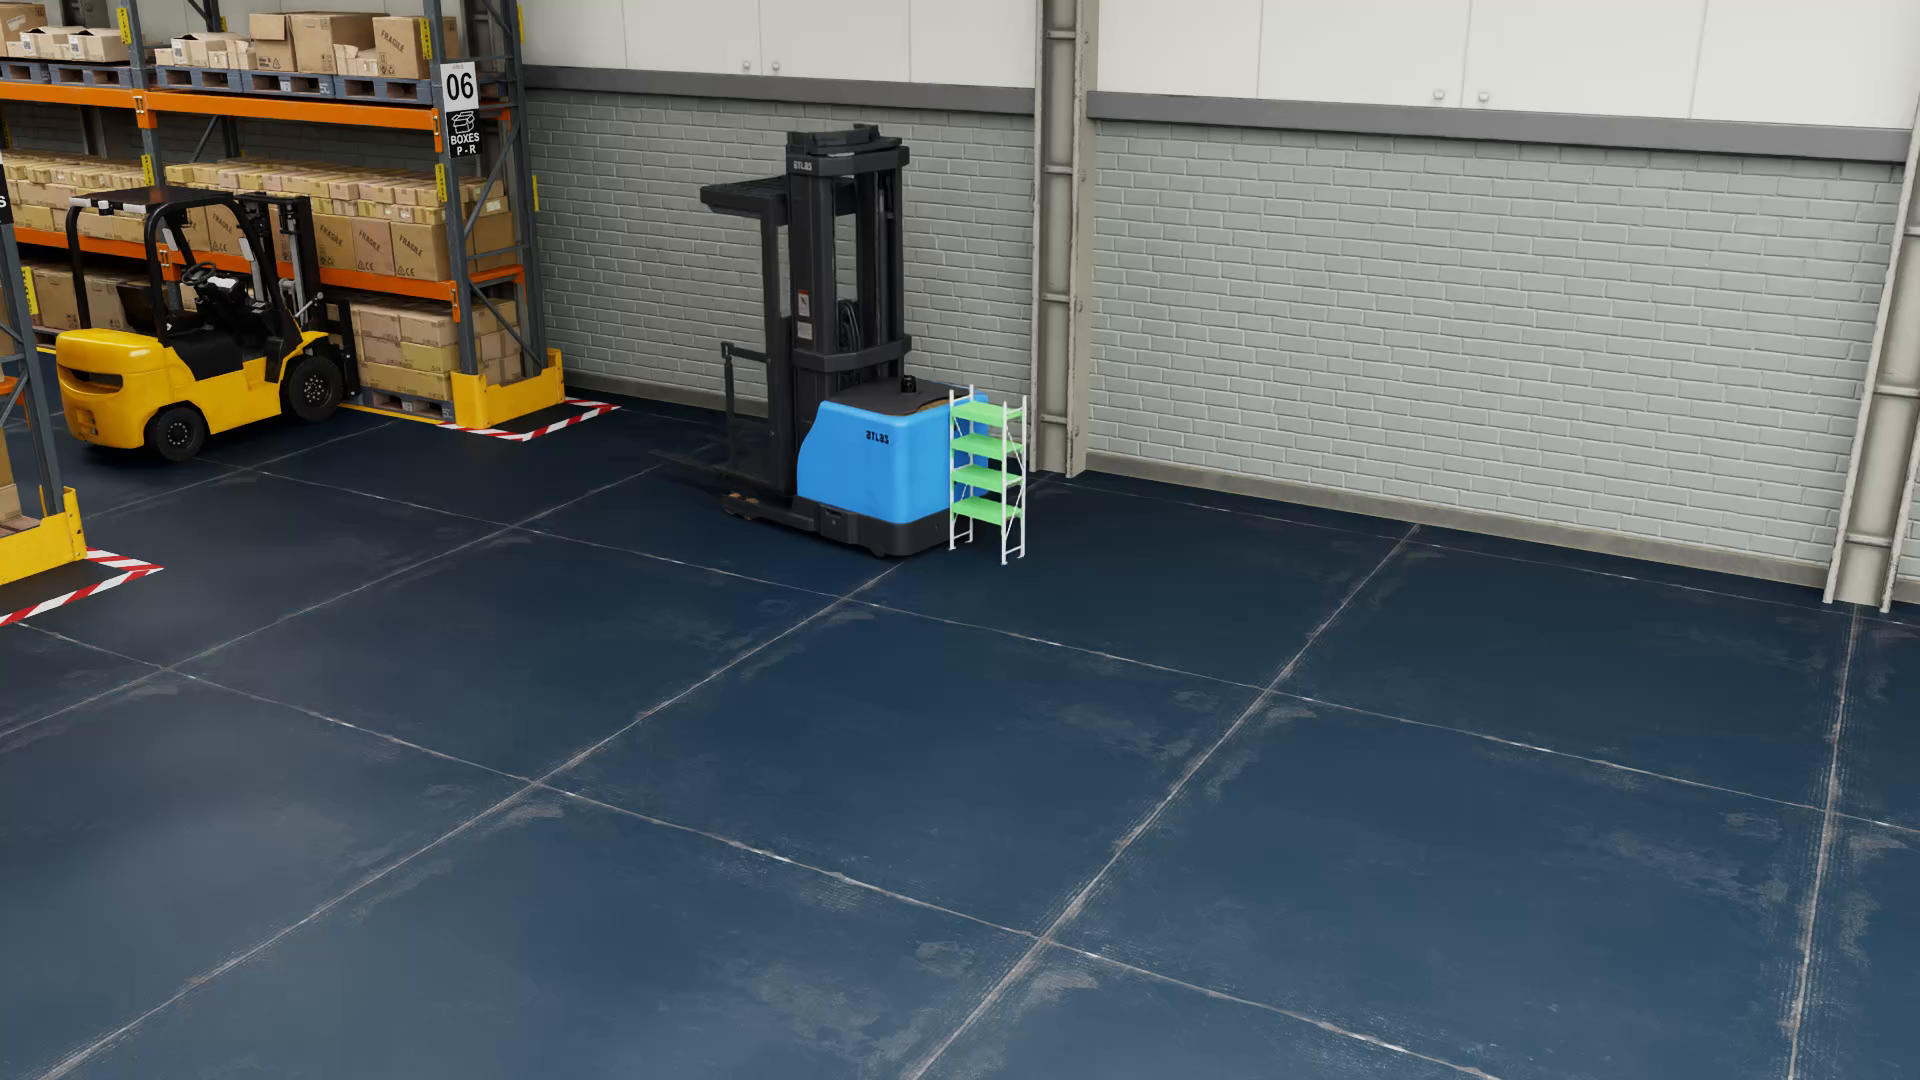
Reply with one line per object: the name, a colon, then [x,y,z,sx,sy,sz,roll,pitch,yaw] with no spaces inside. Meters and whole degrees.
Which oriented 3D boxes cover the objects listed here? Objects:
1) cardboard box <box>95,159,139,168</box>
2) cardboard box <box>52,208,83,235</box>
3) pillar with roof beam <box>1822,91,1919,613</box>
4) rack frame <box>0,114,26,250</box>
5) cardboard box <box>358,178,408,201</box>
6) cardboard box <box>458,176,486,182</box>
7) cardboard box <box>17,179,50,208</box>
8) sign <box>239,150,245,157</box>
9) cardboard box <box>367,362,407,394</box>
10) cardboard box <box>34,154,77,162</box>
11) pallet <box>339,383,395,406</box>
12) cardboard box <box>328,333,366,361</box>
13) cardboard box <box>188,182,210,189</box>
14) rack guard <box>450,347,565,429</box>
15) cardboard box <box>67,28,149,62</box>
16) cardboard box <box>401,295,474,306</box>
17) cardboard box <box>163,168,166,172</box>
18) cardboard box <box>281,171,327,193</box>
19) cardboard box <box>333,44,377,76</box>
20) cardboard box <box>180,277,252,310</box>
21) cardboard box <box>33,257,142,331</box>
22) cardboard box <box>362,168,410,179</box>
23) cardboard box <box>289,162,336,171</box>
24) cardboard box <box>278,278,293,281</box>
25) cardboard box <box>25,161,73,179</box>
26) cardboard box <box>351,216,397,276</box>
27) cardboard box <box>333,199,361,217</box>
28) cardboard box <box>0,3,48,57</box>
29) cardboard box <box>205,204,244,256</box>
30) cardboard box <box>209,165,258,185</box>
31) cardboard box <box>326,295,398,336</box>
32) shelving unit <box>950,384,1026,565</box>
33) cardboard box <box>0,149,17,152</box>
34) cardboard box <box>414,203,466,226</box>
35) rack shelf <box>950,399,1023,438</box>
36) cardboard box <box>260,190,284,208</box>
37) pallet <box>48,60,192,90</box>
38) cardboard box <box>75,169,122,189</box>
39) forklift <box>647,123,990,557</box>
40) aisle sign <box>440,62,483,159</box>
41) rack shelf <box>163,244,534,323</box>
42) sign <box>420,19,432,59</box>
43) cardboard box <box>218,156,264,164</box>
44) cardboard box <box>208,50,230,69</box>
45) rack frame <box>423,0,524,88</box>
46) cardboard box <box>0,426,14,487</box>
cardboard box: [-9.026,-3.983,17.849,0.250,0.149,0.380,11,22,27]
cardboard box: [-9.164,-3.390,17.533,0.500,0.250,0.500,11,23,28]
pillar with roof beam: [3.964,-2.543,6.179,0.400,9.000,9.100,11,23,27]
rack frame: [-11.229,-3.946,18.846,0.127,3.000,1.000,11,23,27]
cardboard box: [-5.313,-3.235,15.351,0.250,0.149,0.380,11,23,28]
cardboard box: [-4.635,-3.290,15.502,0.250,0.149,0.380,12,23,29]
cardboard box: [-9.618,-3.711,17.683,0.500,0.250,0.500,11,23,28]
sign: [-7.467,-3.891,17.307,0.005,0.325,0.100,11,23,27]
cardboard box: [-5.238,-1.590,15.767,0.500,0.250,0.500,11,23,27]
cardboard box: [-9.928,-4.146,18.299,0.250,0.149,0.380,11,22,27]
pallet: [-5.994,-1.623,16.530,1.213,0.211,1.003,11,23,27]
cardboard box: [-5.716,-1.910,15.915,0.500,0.250,0.500,10,22,26]
cardboard box: [-7.360,-3.459,16.405,0.250,0.149,0.380,11,23,29]
rack guard: [-4.224,-1.437,15.593,0.348,0.500,1.175,11,23,27]
cardboard box: [-8.487,-4.942,16.559,0.500,0.311,0.500,10,22,26]
cardboard box: [-5.010,-2.209,16.007,0.500,0.250,0.500,11,23,27]
cardboard box: [-8.148,-3.816,17.388,0.250,0.149,0.380,10,22,26]
cardboard box: [-6.214,-3.405,15.819,0.250,0.149,0.380,11,23,28]
cardboard box: [-5.338,-4.297,14.848,0.258,0.266,0.396,11,23,27]
cardboard box: [-7.467,-2.482,16.759,0.500,0.250,0.500,10,22,26]
cardboard box: [-9.529,-2.702,18.280,0.625,0.625,0.875,10,22,25]
cardboard box: [-5.515,-3.475,16.013,0.250,0.149,0.380,10,22,26]
cardboard box: [-6.409,-3.644,16.477,0.250,0.149,0.380,10,22,26]
cardboard box: [-6.763,-2.552,16.952,0.500,0.250,0.500,10,22,27]
cardboard box: [-9.688,-3.932,17.707,0.250,0.149,0.380,11,23,27]
cardboard box: [-5.251,-2.756,15.417,0.500,0.500,0.500,12,23,29]
cardboard box: [-5.585,-3.112,15.448,0.250,0.149,0.380,10,22,26]
cardboard box: [-9.827,-5.286,17.230,0.500,0.500,0.500,11,23,29]
cardboard box: [-7.014,-3.095,16.352,0.500,0.500,0.500,11,23,28]
cardboard box: [-7.104,-3.575,16.289,0.250,0.149,0.380,10,22,26]
cardboard box: [-5.693,-2.139,15.812,0.500,0.250,0.500,11,23,28]
shelving unit: [0.196,-0.469,11.899,0.503,1.200,0.258,16,26,38]
cardboard box: [-10.846,-4.305,18.735,0.250,0.149,0.380,12,23,29]
cardboard box: [-4.684,-2.942,14.979,0.250,0.149,0.380,11,23,28]
rack shelf: [0.196,-0.860,11.757,0.480,0.148,0.258,16,26,38]
cardboard box: [-6.483,-3.280,15.912,0.250,0.149,0.380,10,22,26]
pallet: [-8.513,-4.744,16.927,1.217,0.209,0.805,10,22,25]
cardboard box: [-8.860,-3.722,17.129,0.250,0.149,0.380,10,22,26]
forklift: [-1.222,-1.651,12.619,3.031,2.935,1.130,16,26,38]
aisle sign: [-4.331,-3.740,14.464,0.004,0.787,0.394,11,23,27]
rack shelf: [-5.991,-2.610,16.218,4.000,0.370,1.077,11,23,27]
sign: [-4.521,-4.246,14.090,0.005,0.325,0.100,11,23,27]
cardboard box: [-7.311,-3.810,16.935,0.250,0.149,0.380,11,23,27]
cardboard box: [-6.822,-4.525,15.647,0.250,0.149,0.380,12,23,29]
rack frame: [-4.245,-5.436,14.155,0.127,3.000,1.000,11,23,27]
cardboard box: [-7.253,-0.615,11.979,0.500,0.500,0.500,10,22,26]
